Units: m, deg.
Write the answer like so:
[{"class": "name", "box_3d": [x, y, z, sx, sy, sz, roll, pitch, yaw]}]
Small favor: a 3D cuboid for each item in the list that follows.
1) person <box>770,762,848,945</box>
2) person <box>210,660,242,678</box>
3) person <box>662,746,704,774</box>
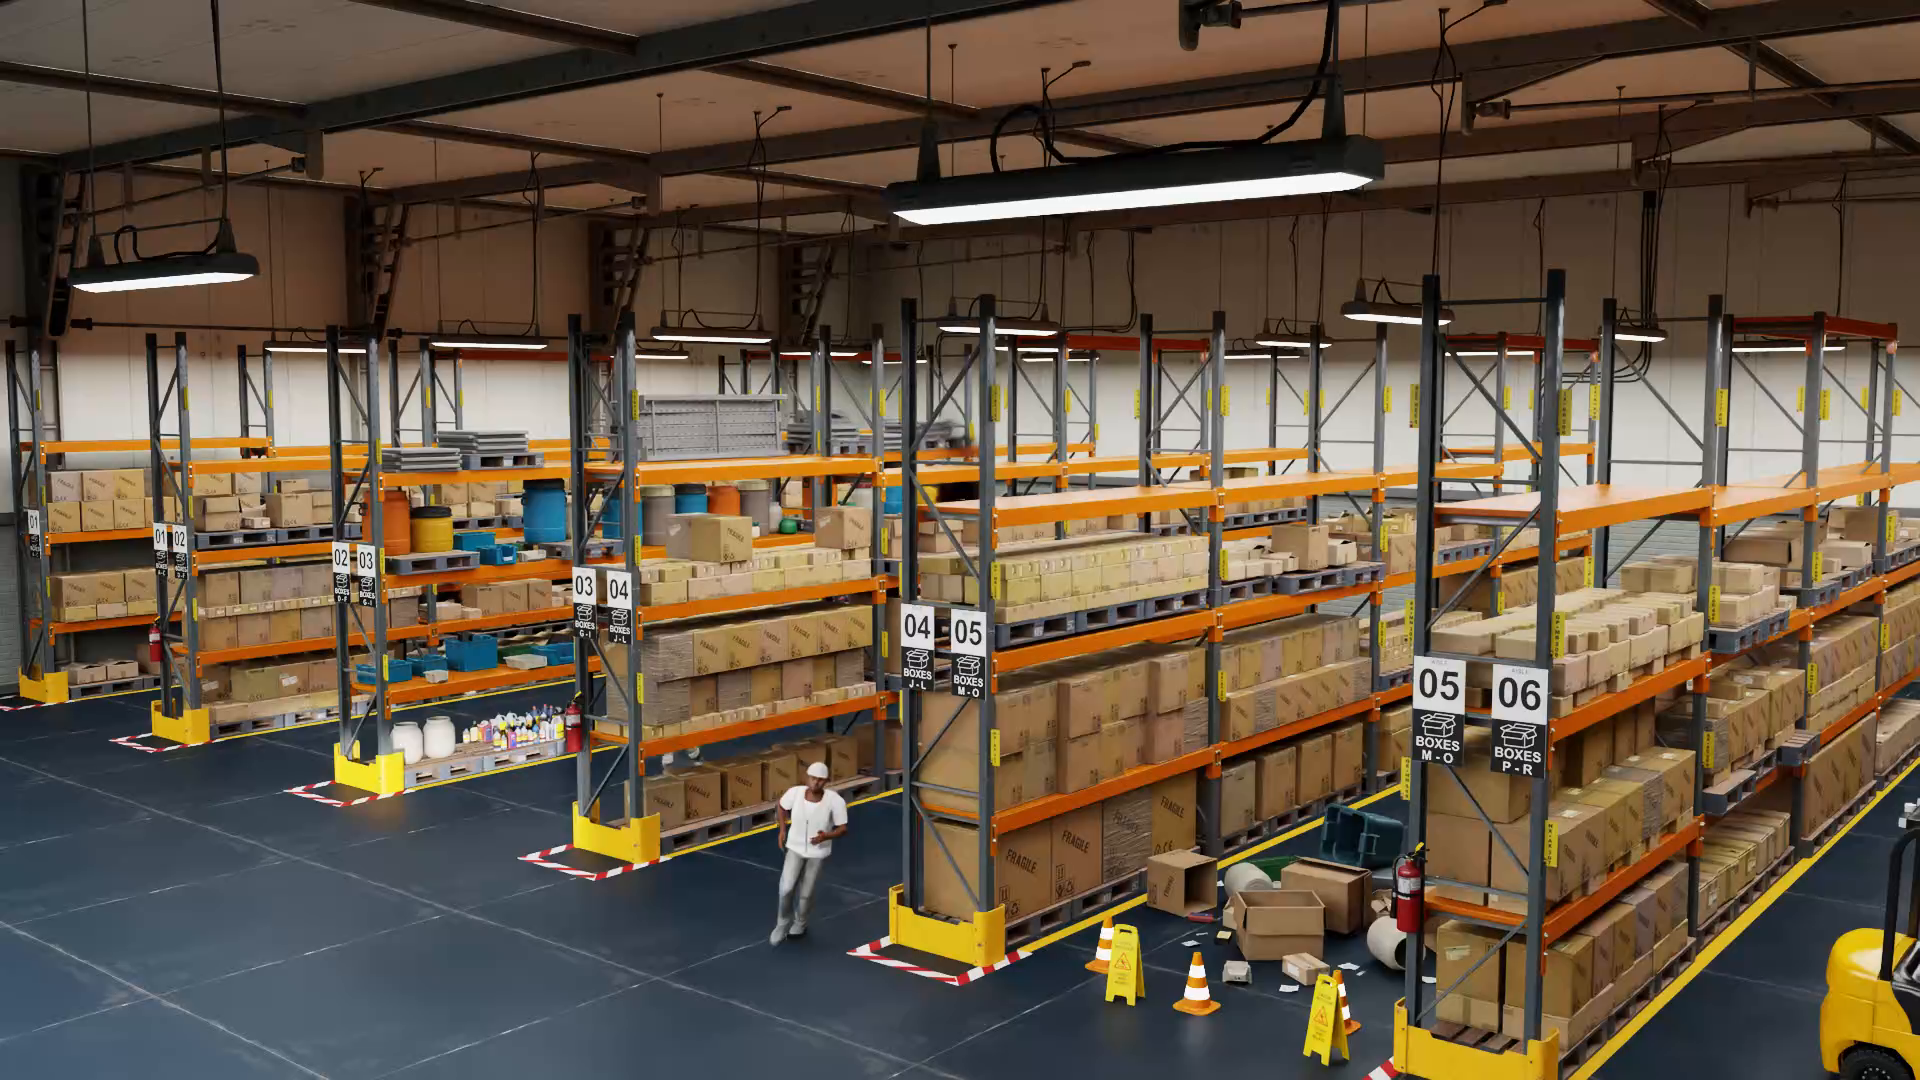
[{"class": "person", "box_3d": [-1.409, 2.919, 15.551, 0.737, 1.736, 0.690, 0, 5, 4]}, {"class": "person", "box_3d": [-11.847, 1.865, 26.826, 0.666, 1.847, 0.937, 2, 6, 25]}, {"class": "person", "box_3d": [-3.684, 2.299, 21.790, 0.645, 1.808, 0.848, 3, 6, 29]}]
